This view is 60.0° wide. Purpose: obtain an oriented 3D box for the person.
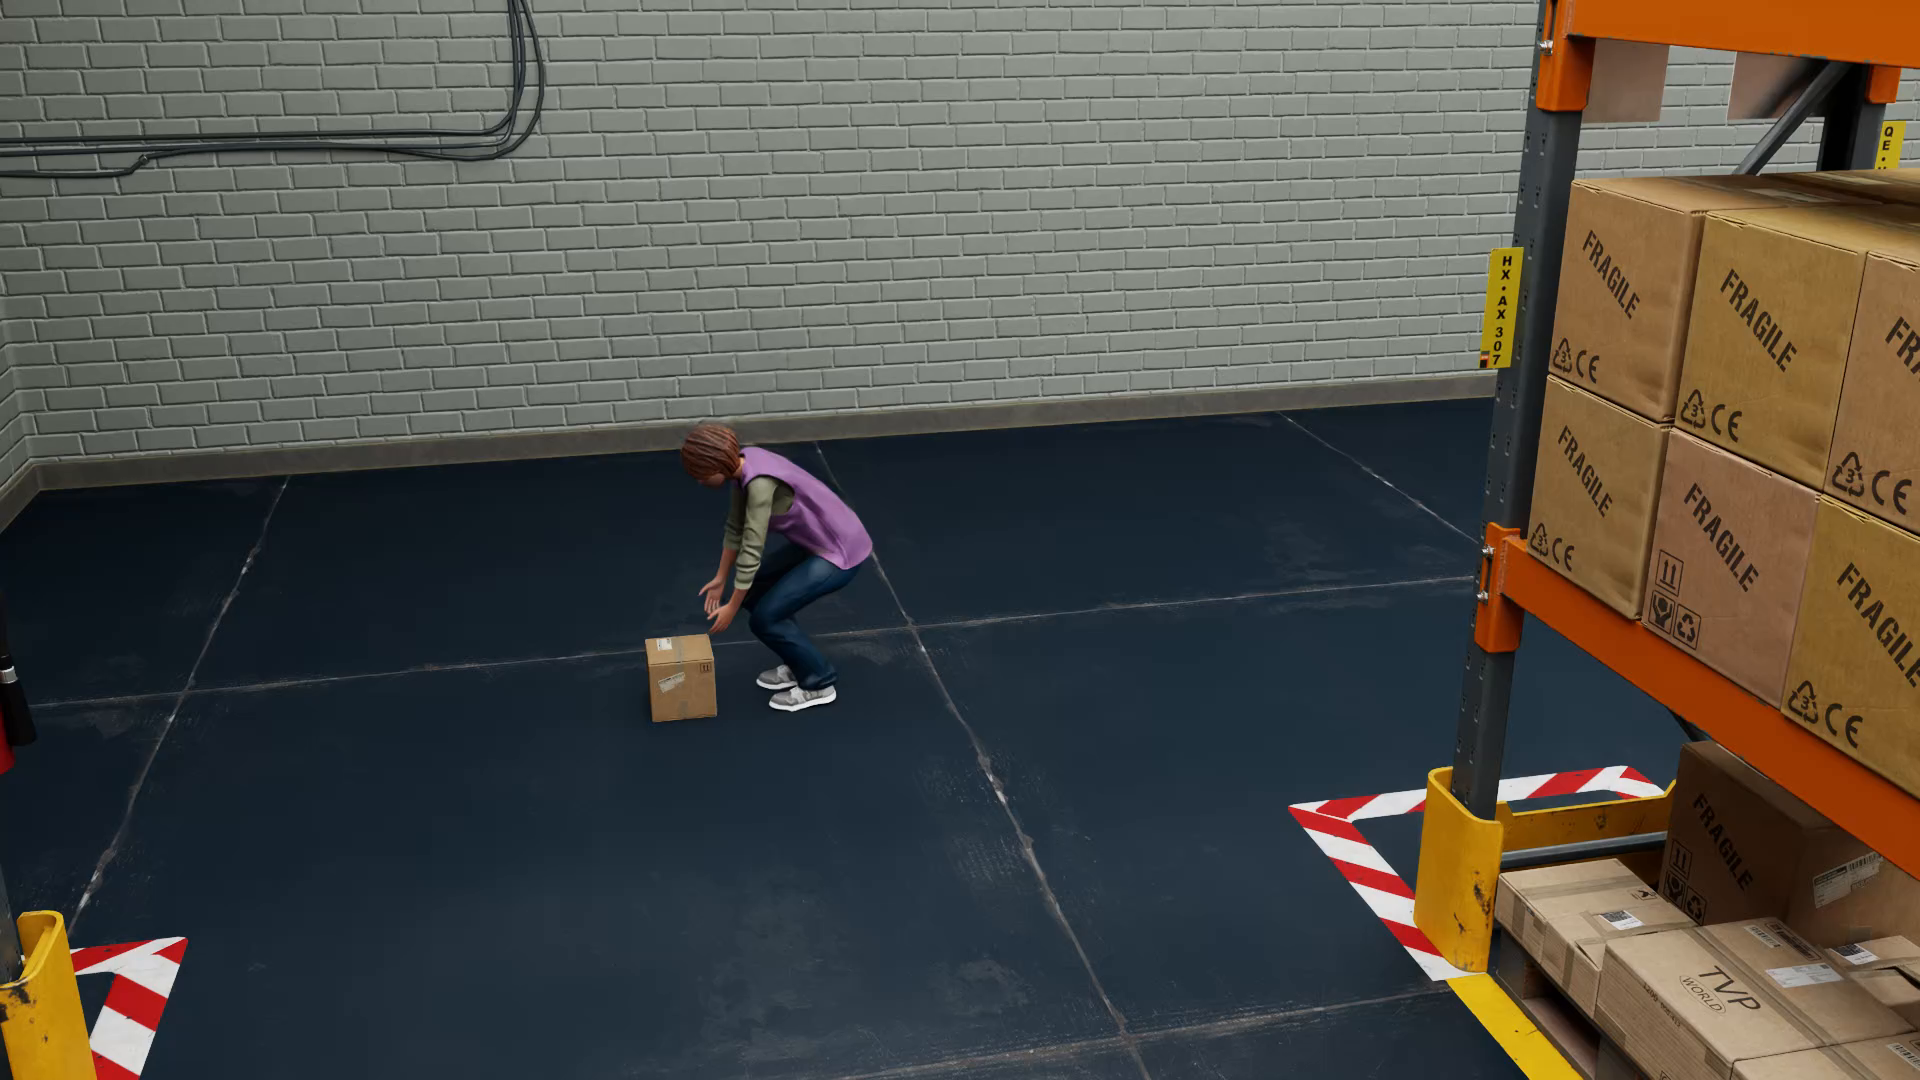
[{"bbox_3d":[-0.736,0.233,6.522,0.795,0.866,0.443,-5,20,-13],"label":"person"}]
